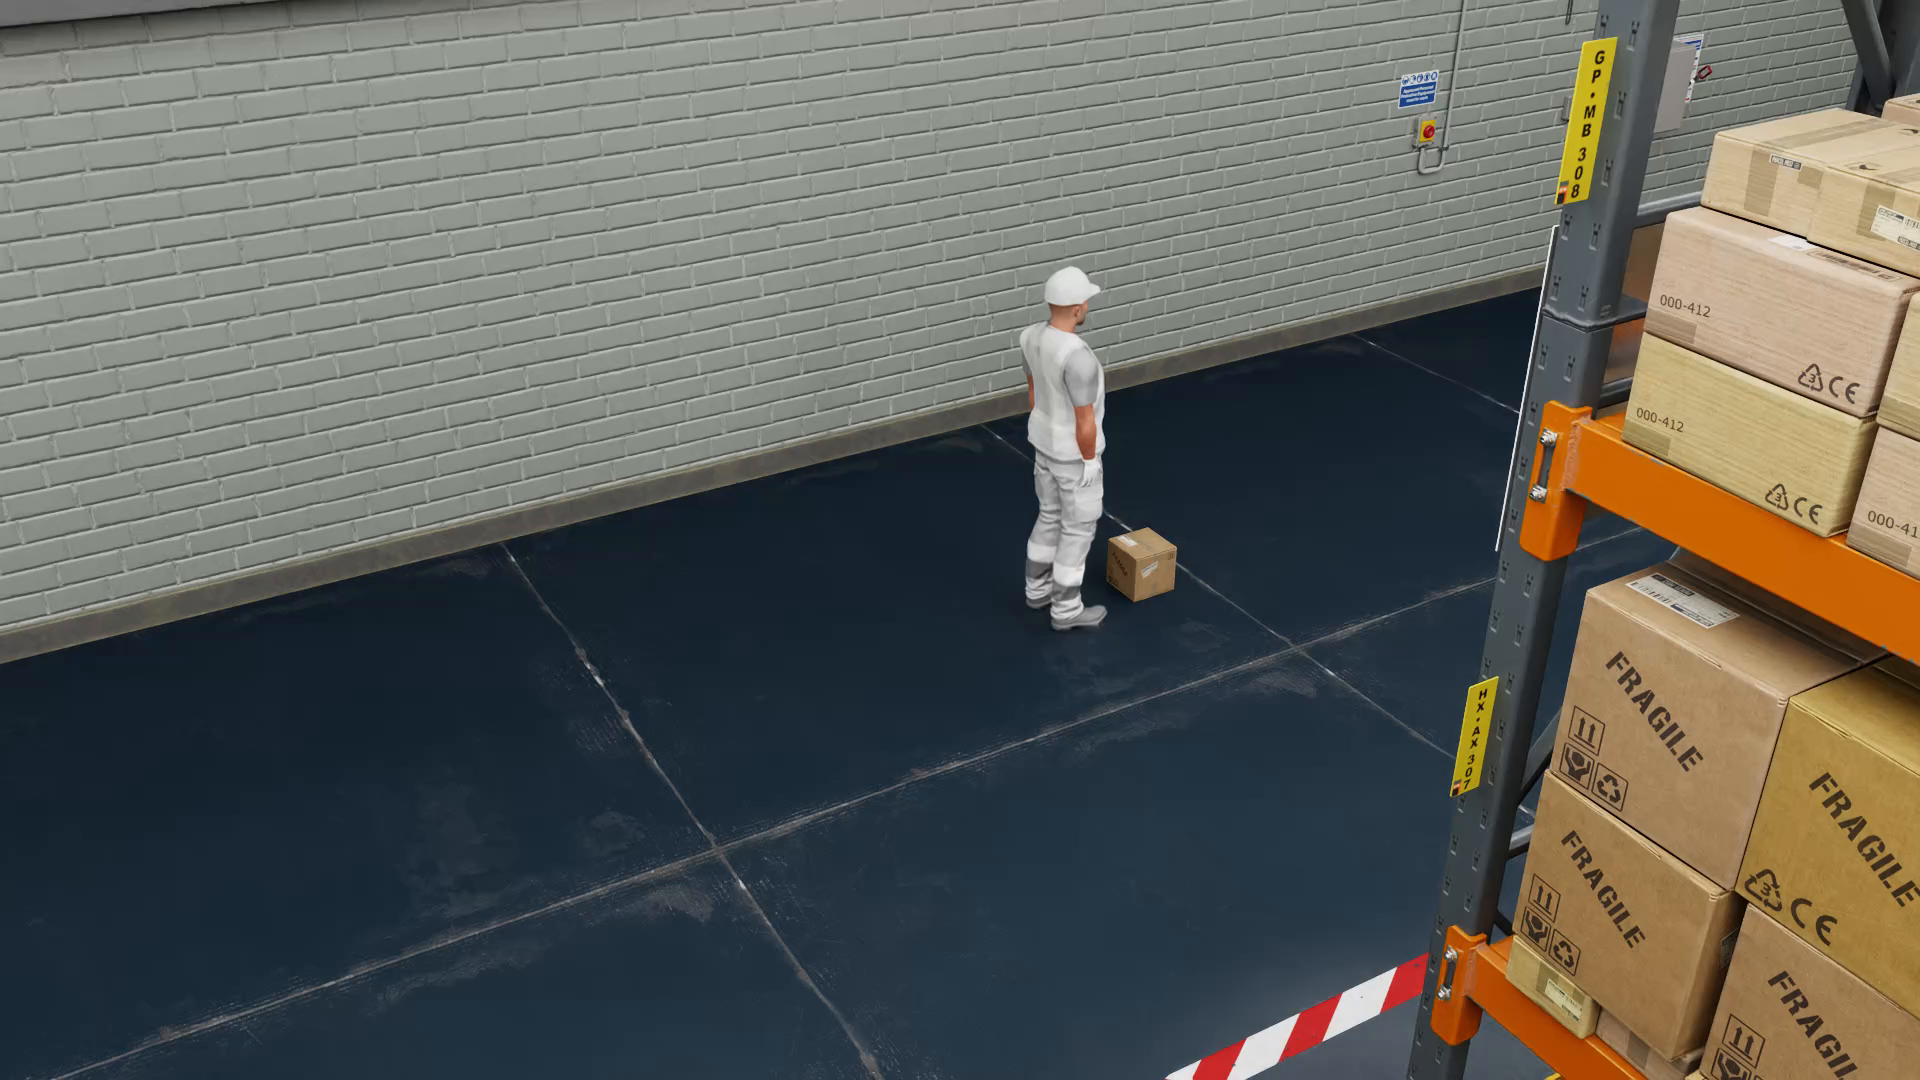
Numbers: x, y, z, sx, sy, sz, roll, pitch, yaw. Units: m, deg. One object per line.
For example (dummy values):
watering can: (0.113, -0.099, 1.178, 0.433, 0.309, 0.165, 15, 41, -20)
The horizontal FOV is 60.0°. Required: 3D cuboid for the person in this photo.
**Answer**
person: (0.497, -0.435, 7.899, 0.338, 1.784, 0.526, -15, 32, -25)
